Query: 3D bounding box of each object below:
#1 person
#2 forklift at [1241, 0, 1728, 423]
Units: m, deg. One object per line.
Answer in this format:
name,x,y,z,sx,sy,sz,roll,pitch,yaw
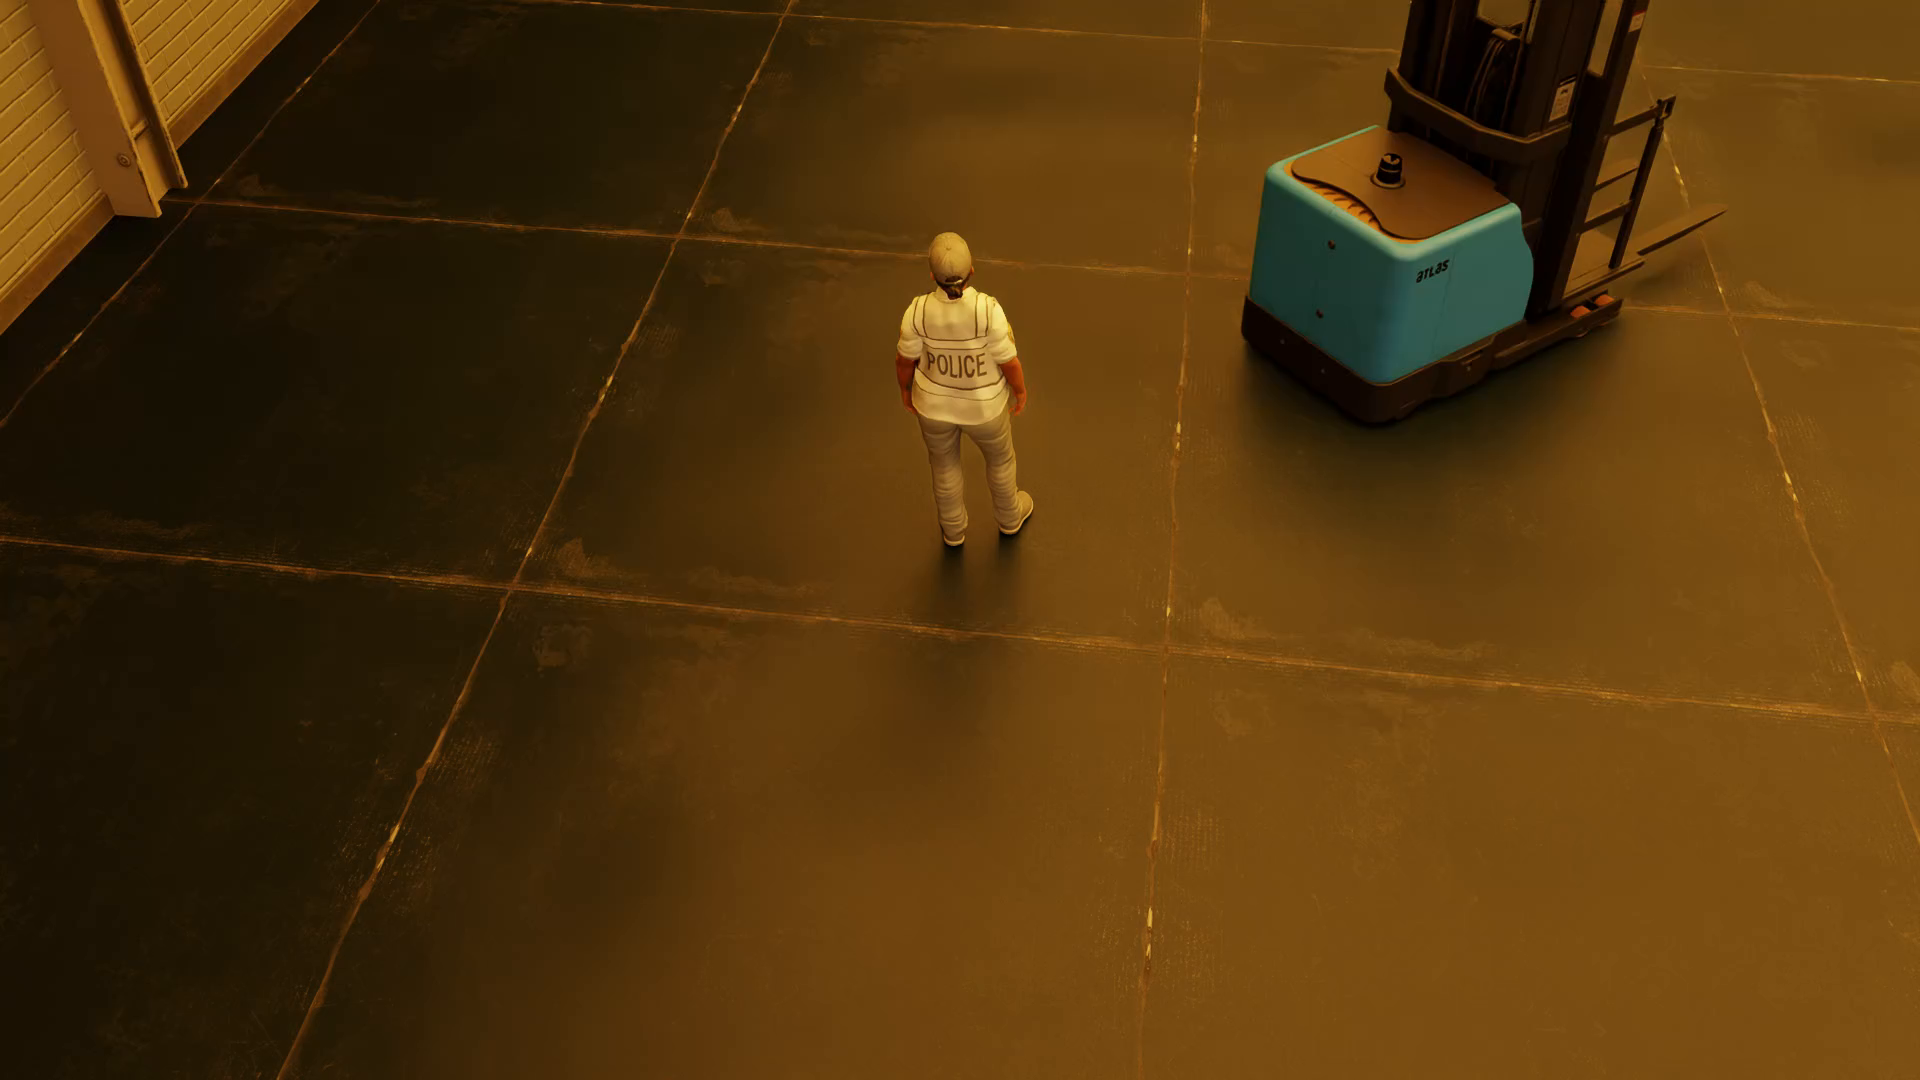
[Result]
person,0.033,-0.669,7.375,0.598,1.670,0.529,5,43,6
forklift,3.027,-2.461,8.403,3.031,2.935,1.130,-25,48,-25
